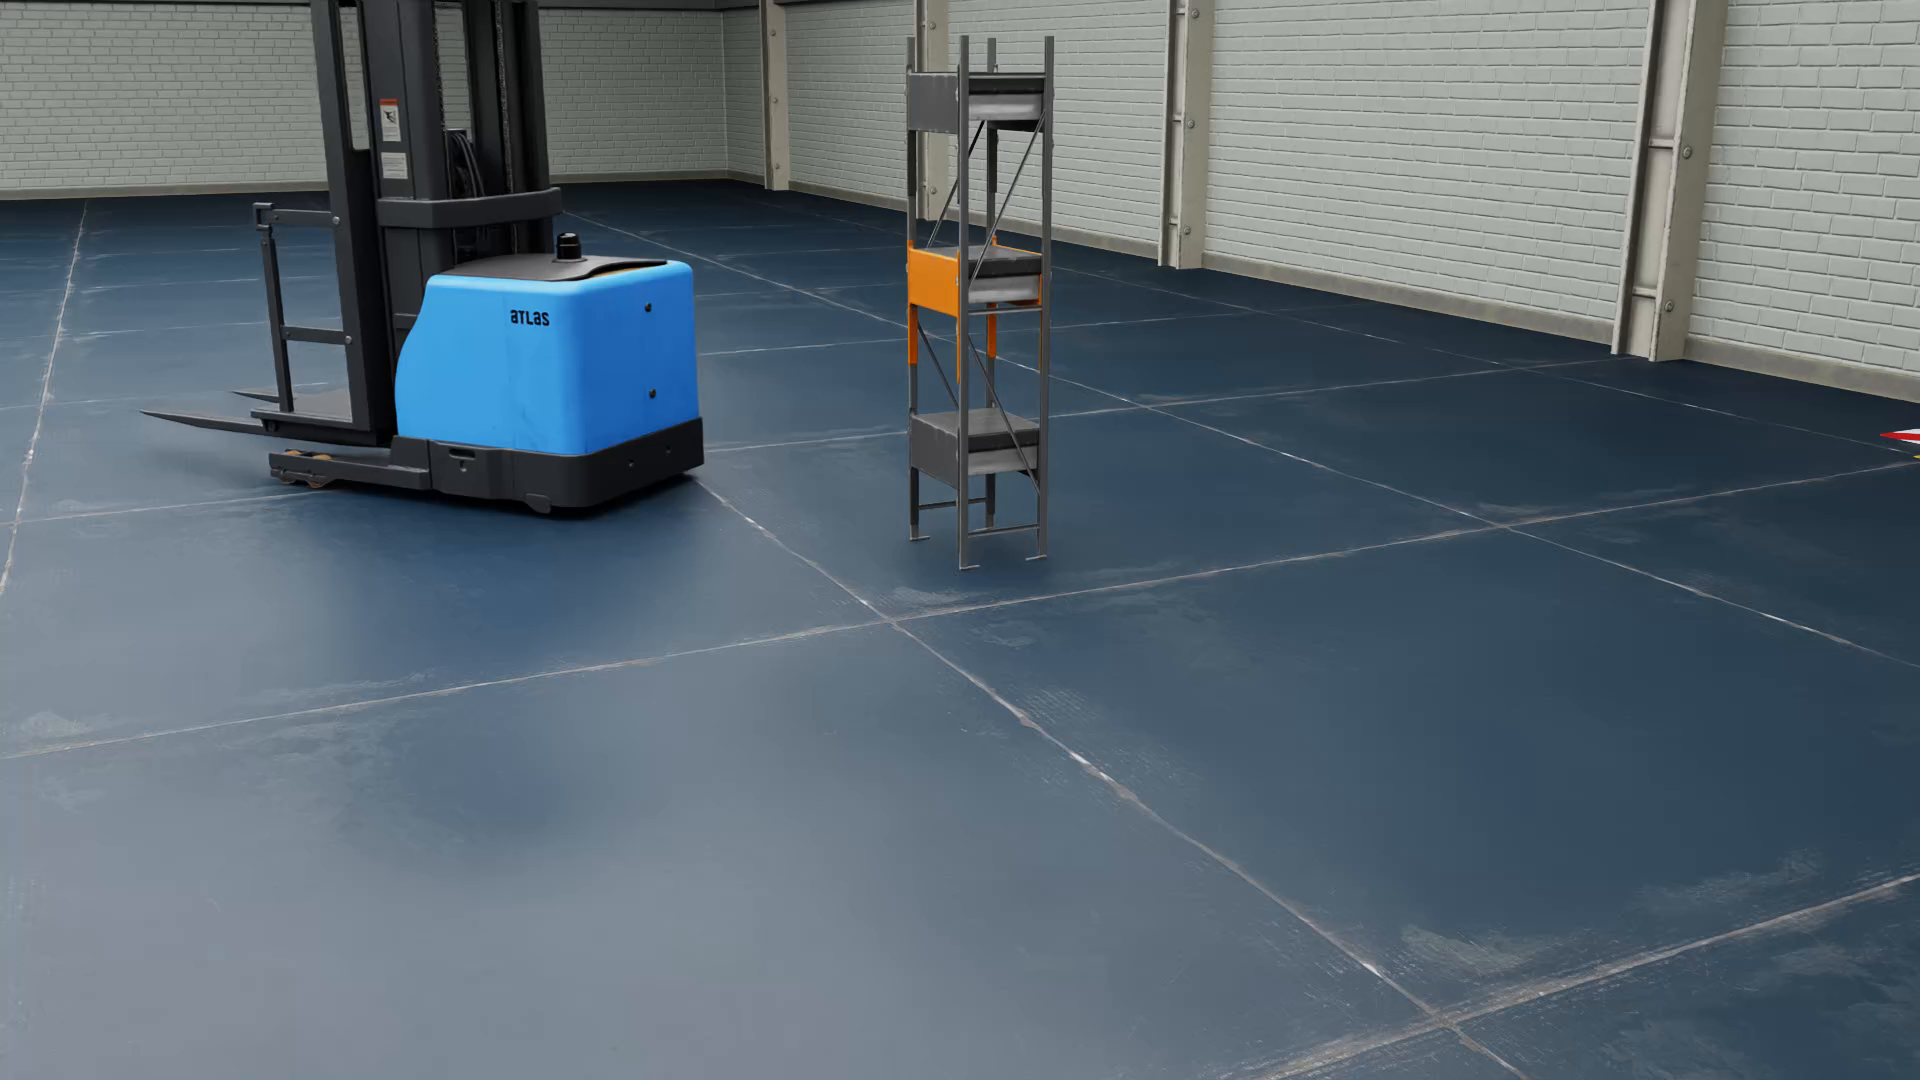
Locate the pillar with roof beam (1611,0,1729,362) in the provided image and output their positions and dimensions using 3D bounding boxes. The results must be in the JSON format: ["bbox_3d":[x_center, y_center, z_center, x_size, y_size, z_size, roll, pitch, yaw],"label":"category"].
[{"bbox_3d":[1.016,-5.114,8.758,9.100,9.000,0.400,-8,18,-25],"label":"pillar with roof beam"}]

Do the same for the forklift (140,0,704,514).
[{"bbox_3d":[-2.840,-1.783,8.150,3.031,2.935,1.130,7,18,24],"label":"forklift"}]

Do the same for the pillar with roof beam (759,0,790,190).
[{"bbox_3d":[-6.870,-9.577,24.311,9.100,9.000,0.400,-8,18,-25],"label":"pillar with roof beam"}]

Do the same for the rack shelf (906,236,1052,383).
[{"bbox_3d":[0.073,-0.955,6.822,0.431,0.518,0.480,-8,18,-25],"label":"rack shelf"}]

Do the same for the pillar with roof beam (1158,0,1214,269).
[{"bbox_3d":[-1.613,-6.602,13.942,9.100,9.000,0.400,-8,18,-25],"label":"pillar with roof beam"}]

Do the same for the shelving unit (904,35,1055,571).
[{"bbox_3d":[0.073,-0.968,6.818,0.431,2.100,0.503,-8,18,-25],"label":"shelving unit"}]

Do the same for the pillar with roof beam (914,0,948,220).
[{"bbox_3d":[-4.241,-8.090,19.127,9.100,9.000,0.400,-8,18,-25],"label":"pillar with roof beam"}]

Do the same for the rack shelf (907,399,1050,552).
[{"bbox_3d":[0.073,-0.282,7.015,0.431,0.518,0.480,-8,18,-25],"label":"rack shelf"}]

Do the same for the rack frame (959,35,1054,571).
[{"bbox_3d":[0.179,-0.908,6.607,0.400,2.100,0.015,-8,18,-25],"label":"rack frame"}]

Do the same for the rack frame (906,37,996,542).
[{"bbox_3d":[-0.034,-1.029,7.029,0.400,2.100,0.015,-8,18,-25],"label":"rack frame"}]

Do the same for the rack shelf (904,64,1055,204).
[{"bbox_3d":[0.072,-1.628,6.629,0.431,0.518,0.480,-8,18,-25],"label":"rack shelf"}]
